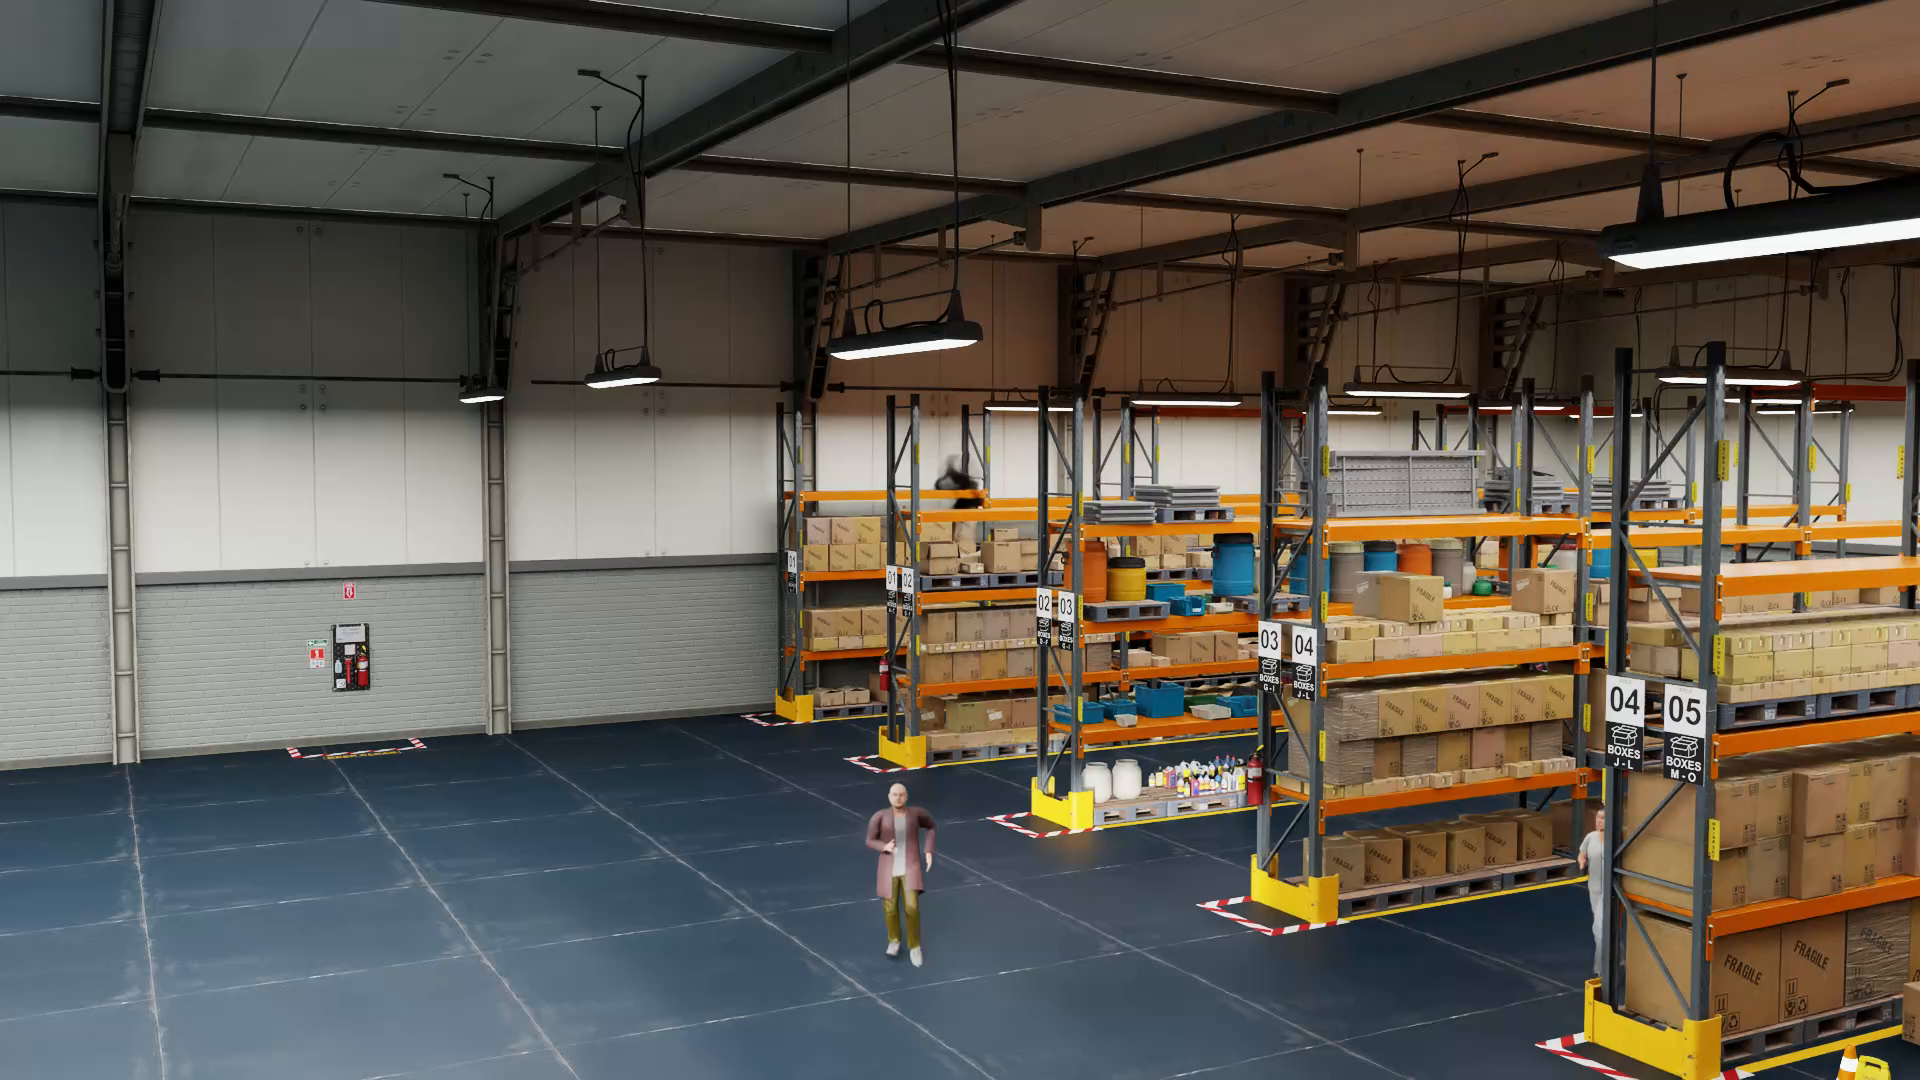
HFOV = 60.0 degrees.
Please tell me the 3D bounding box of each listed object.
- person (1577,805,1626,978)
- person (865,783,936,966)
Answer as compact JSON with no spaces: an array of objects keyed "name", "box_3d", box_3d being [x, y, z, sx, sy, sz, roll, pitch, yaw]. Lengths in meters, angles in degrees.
[{"name":"person","box_3d":[6.228,3.421,16.020,0.708,1.737,0.571,-2,4,-31]},{"name":"person","box_3d":[-0.594,3.347,16.621,0.698,1.830,0.779,0,3,1]}]
